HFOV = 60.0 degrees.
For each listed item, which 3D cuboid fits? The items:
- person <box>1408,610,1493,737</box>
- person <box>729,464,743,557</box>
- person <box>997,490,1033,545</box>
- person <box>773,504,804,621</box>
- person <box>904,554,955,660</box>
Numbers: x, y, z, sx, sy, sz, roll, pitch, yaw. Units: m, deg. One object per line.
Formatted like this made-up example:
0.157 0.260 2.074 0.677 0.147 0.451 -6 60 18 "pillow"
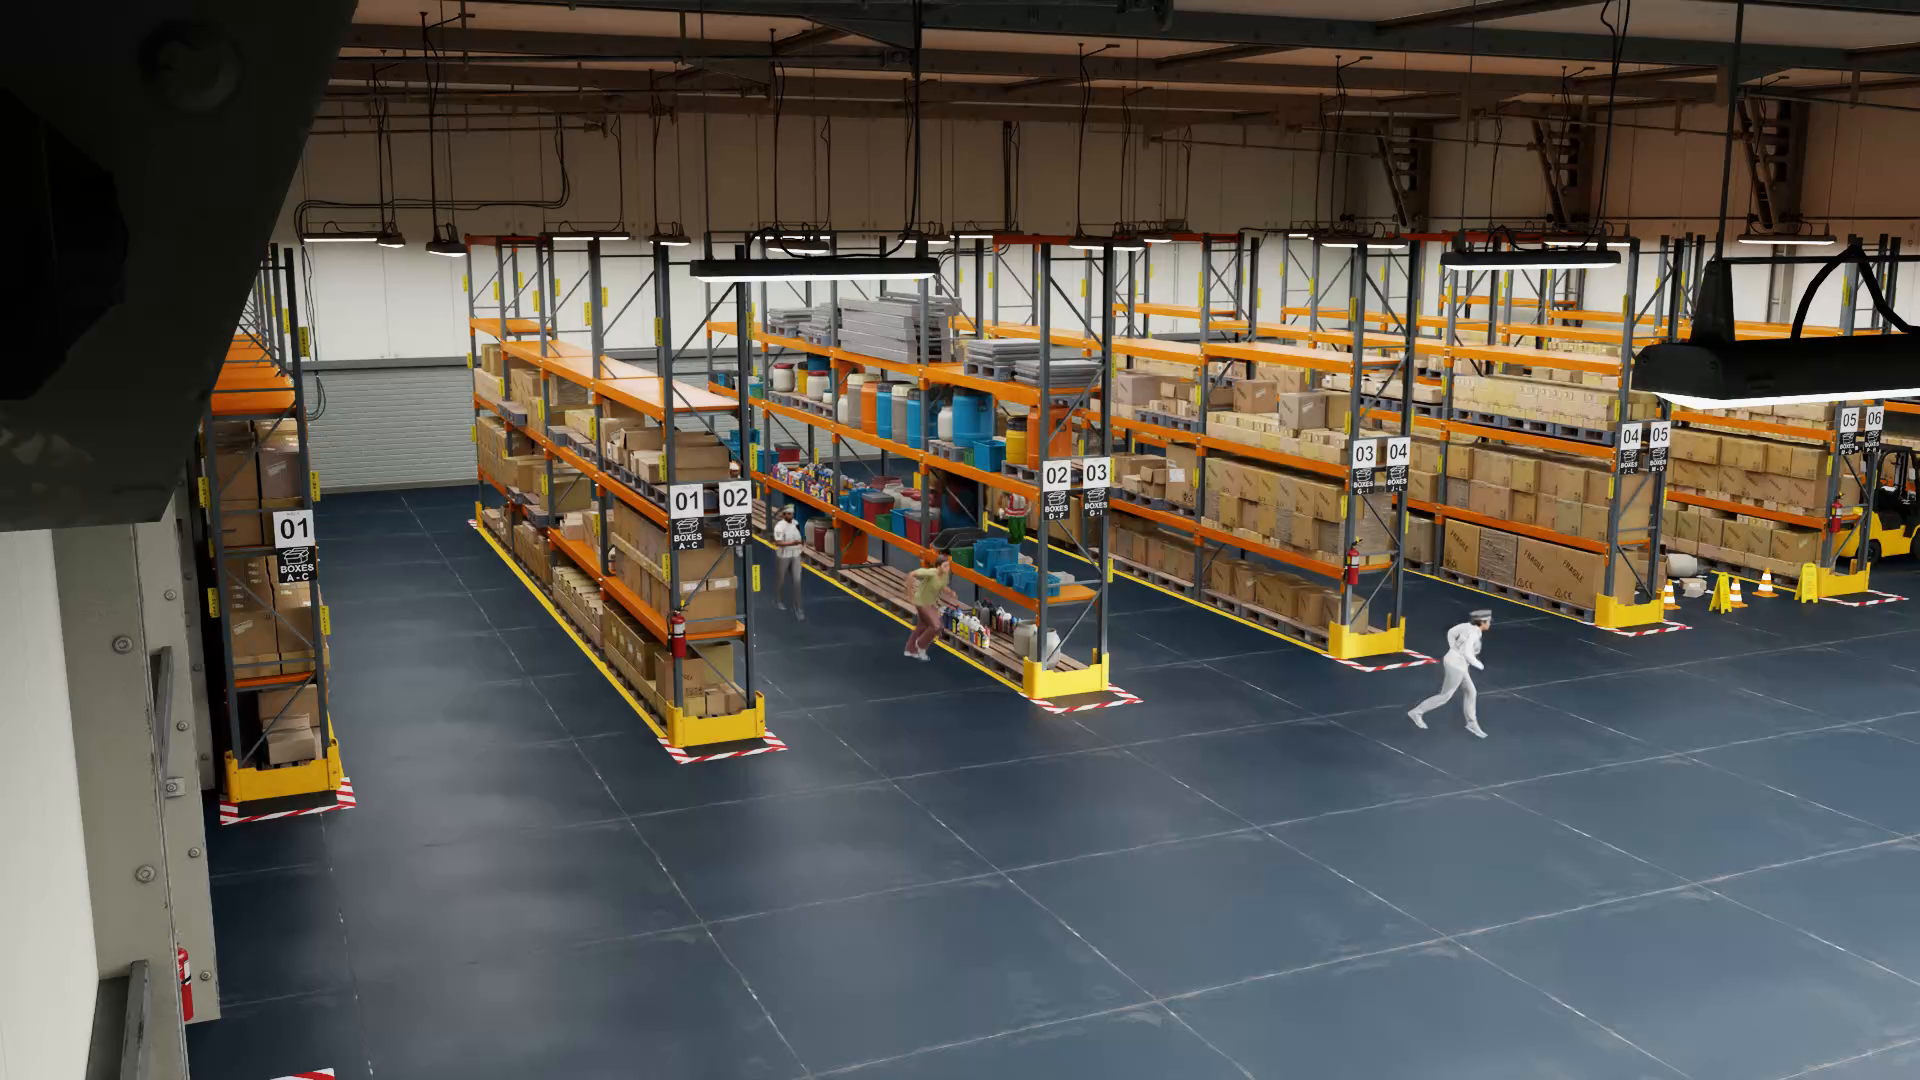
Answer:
6.053 1.647 20.566 0.978 1.627 0.655 0 11 1 "person"
-4.293 -0.585 31.677 0.693 1.765 0.775 -6 12 -28 "person"
1.060 -0.431 30.825 0.635 1.715 0.660 -5 12 -22 "person"
-2.624 0.325 25.628 0.539 1.821 0.753 -7 13 -33 "person"
-0.448 0.929 22.851 0.862 1.537 0.609 9 14 39 "person"
